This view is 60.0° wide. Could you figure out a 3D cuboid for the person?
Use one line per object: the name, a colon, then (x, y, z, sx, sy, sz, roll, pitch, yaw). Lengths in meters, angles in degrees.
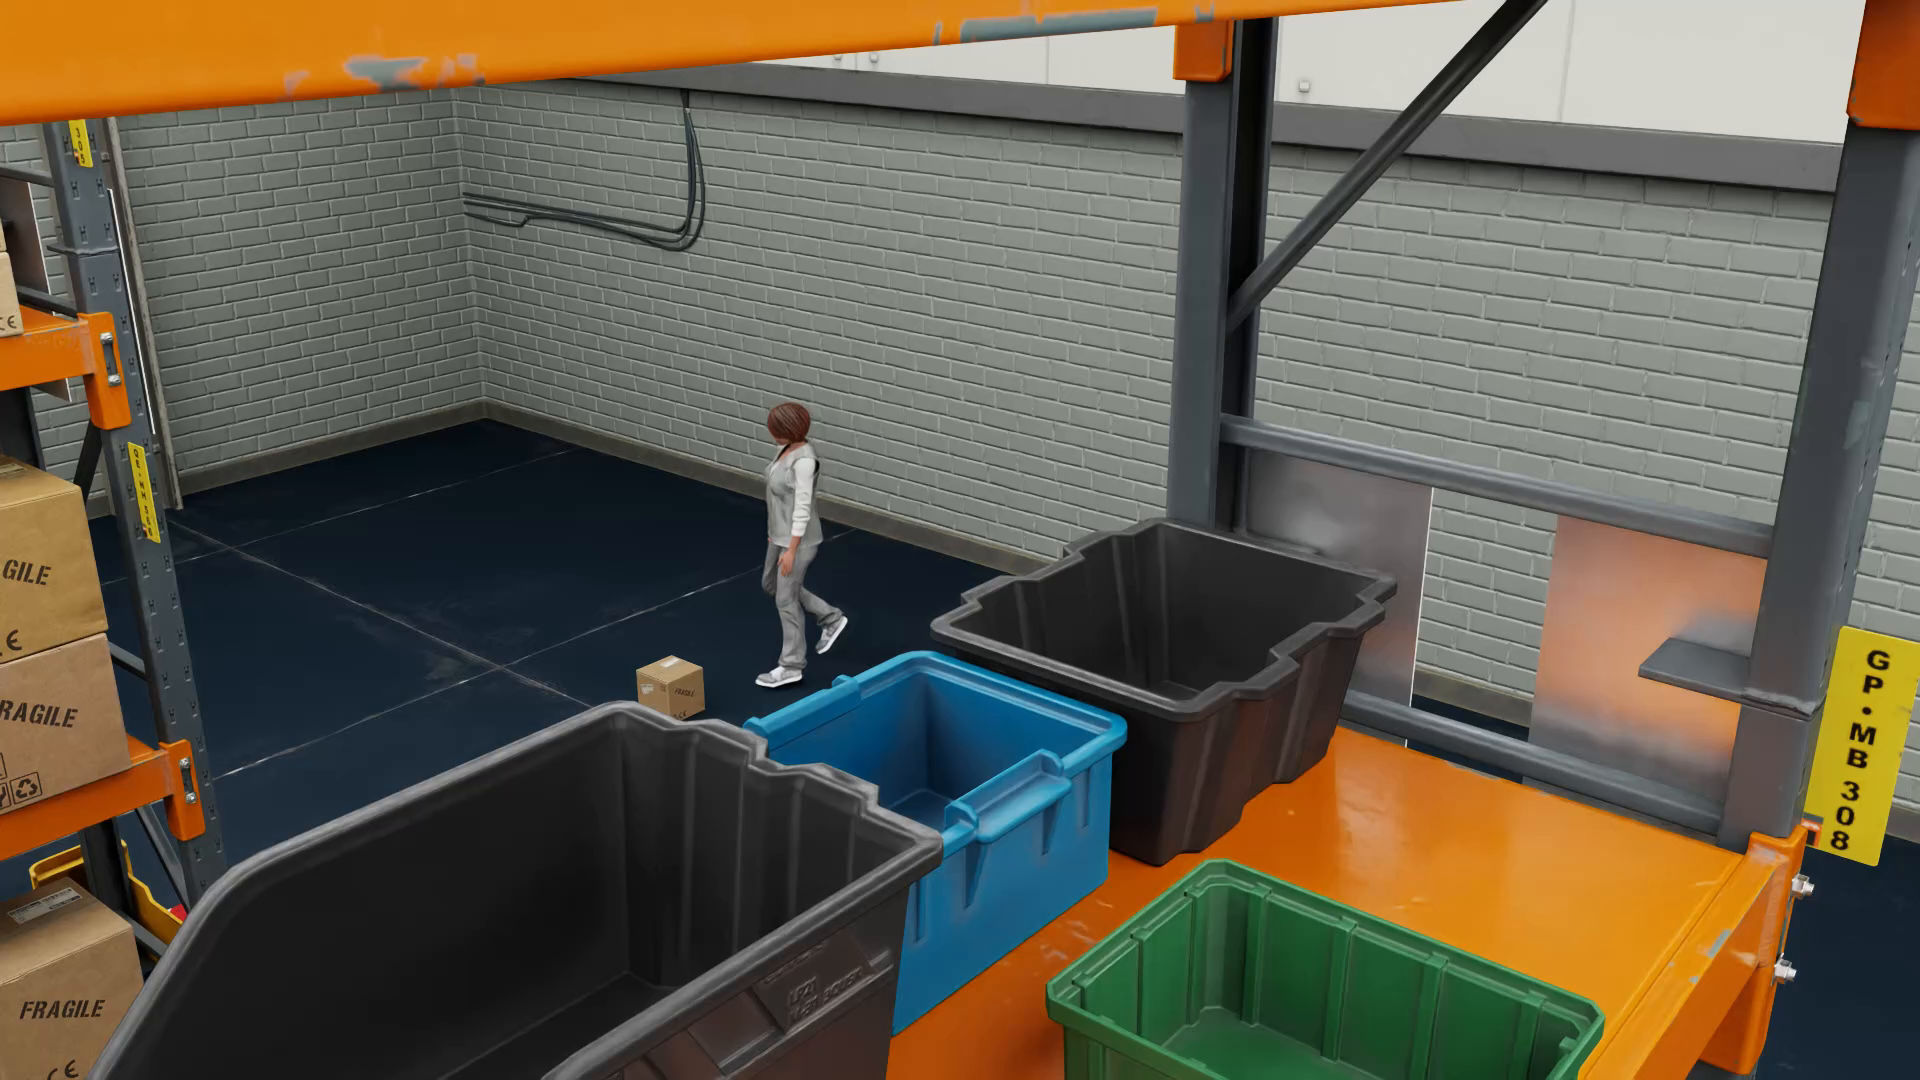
person: (-0.879, 0.008, 9.040, 0.571, 1.577, 0.442, -6, 21, -16)
